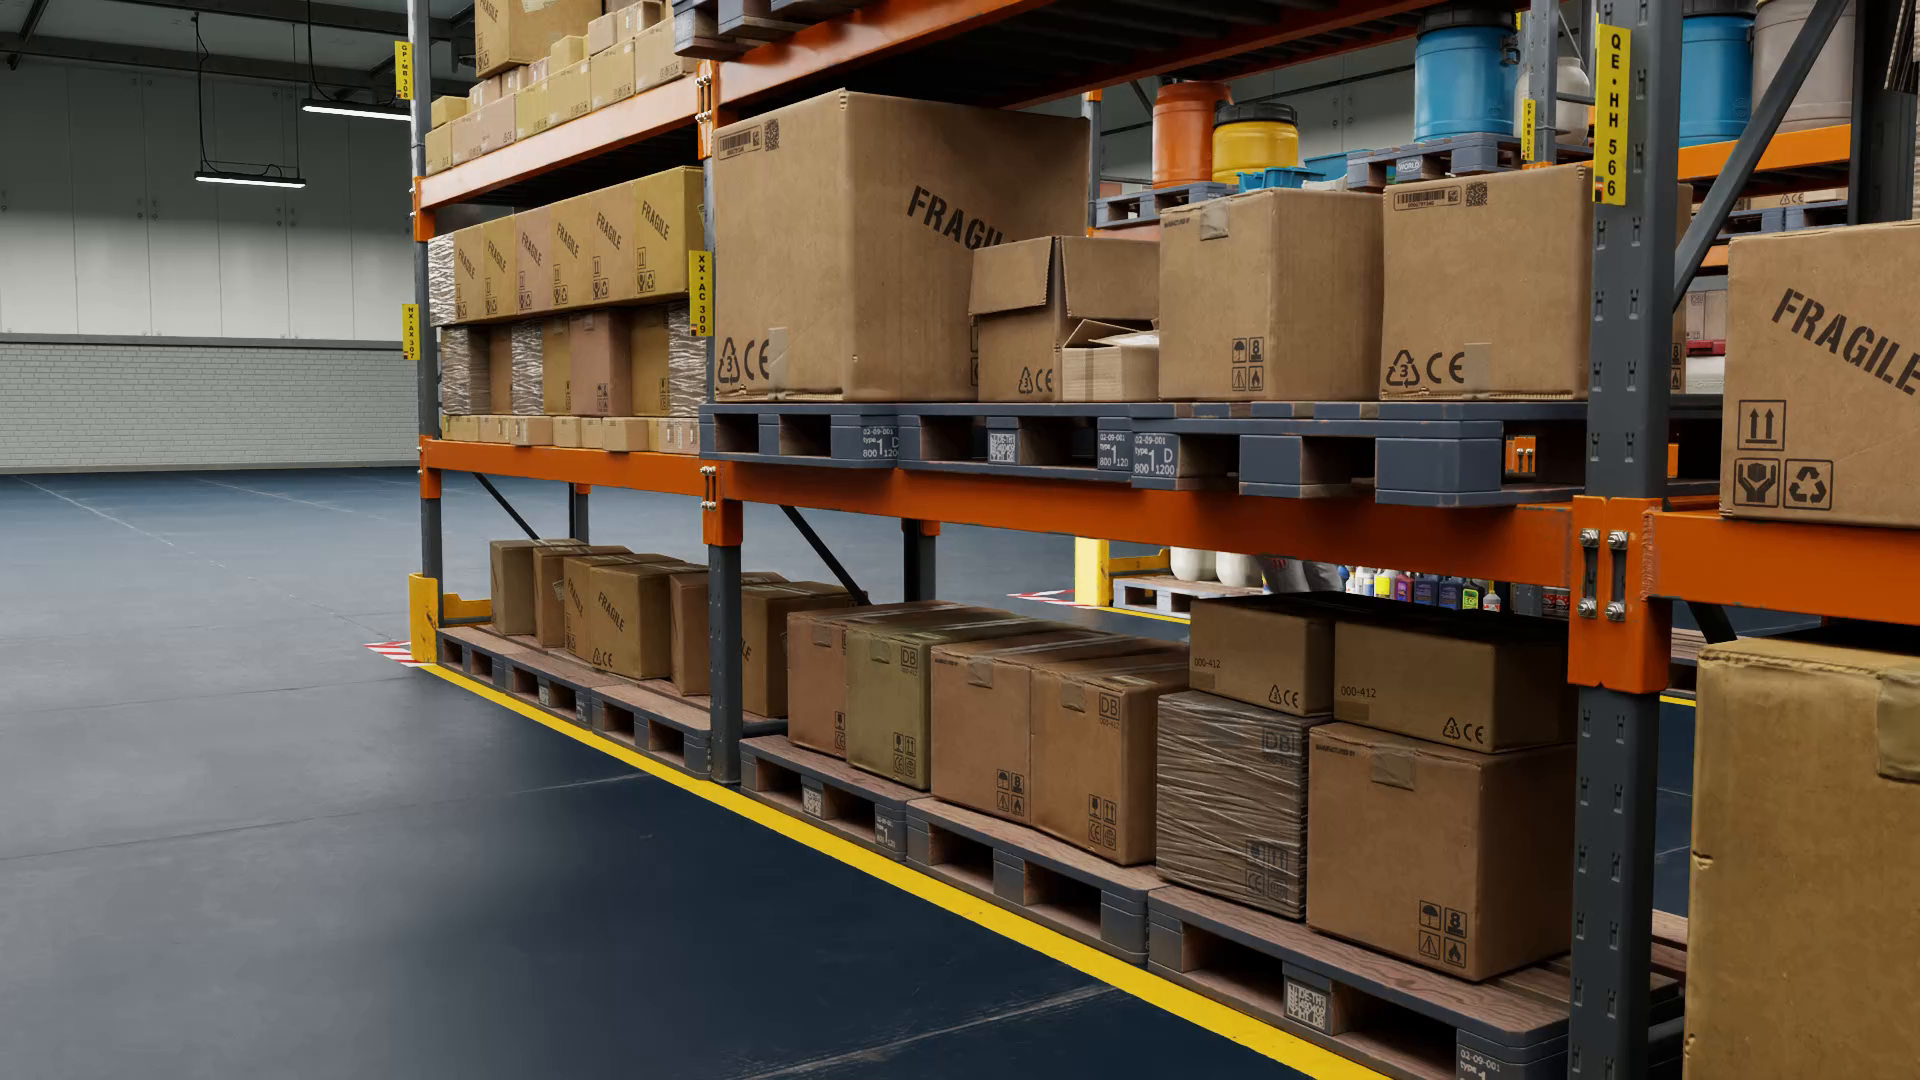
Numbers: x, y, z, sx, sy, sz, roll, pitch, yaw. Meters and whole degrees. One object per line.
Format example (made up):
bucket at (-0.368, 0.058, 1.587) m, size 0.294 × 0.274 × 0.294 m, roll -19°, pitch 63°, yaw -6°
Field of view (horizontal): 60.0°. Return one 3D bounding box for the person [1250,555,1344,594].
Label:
person at (1.665, -0.049, 8.198) m, size 0.688 × 1.752 × 0.601 m, roll 4°, pitch 6°, yaw 41°
